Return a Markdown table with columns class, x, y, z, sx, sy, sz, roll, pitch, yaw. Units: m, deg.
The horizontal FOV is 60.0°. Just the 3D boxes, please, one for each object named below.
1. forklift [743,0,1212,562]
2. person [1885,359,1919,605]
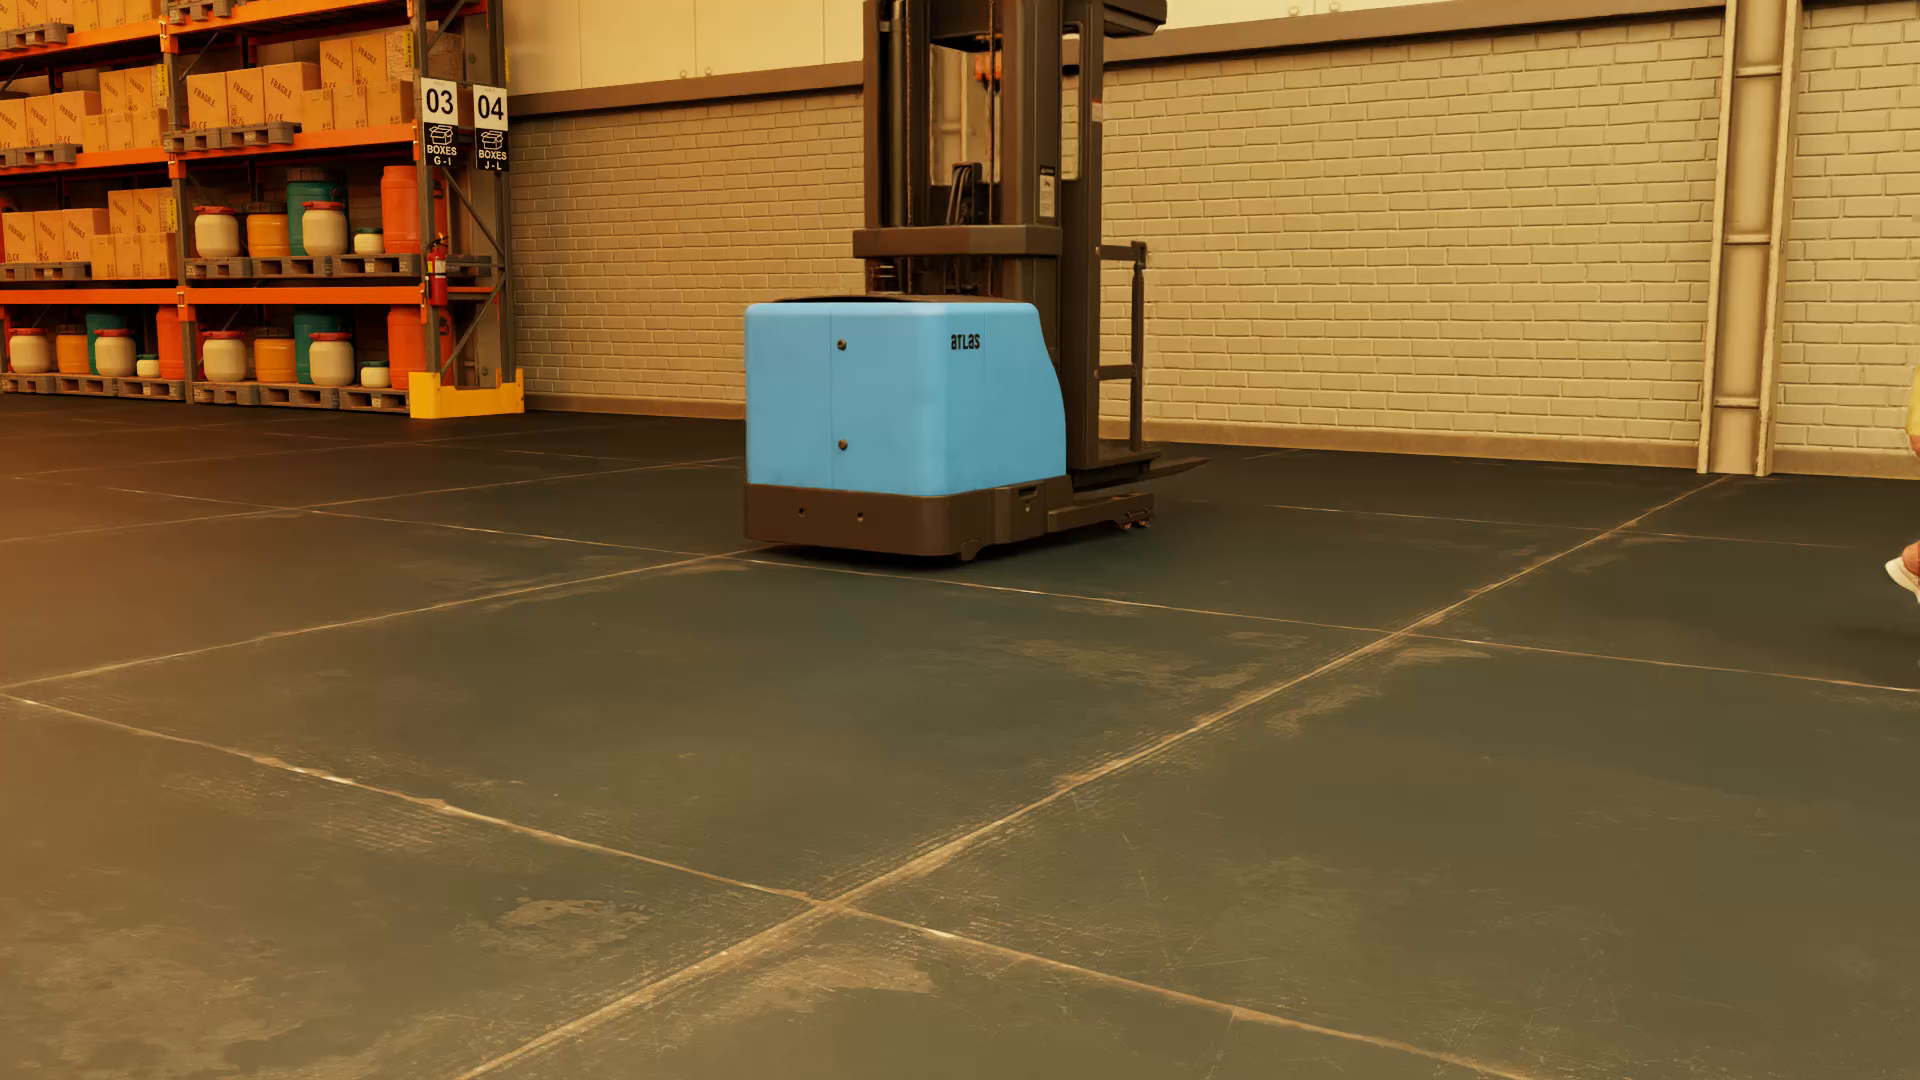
| class | x | y | z | sx | sy | sz | roll | pitch | yaw |
| --- | --- | --- | --- | --- | --- | --- | --- | --- | --- |
| forklift | 0.291 | -1.527 | 7.932 | 1.130 | 2.935 | 3.031 | 5 | 10 | 33 |
| person | 2.880 | -0.331 | 4.680 | 0.501 | 1.553 | 1.039 | 5 | 10 | 34 |
